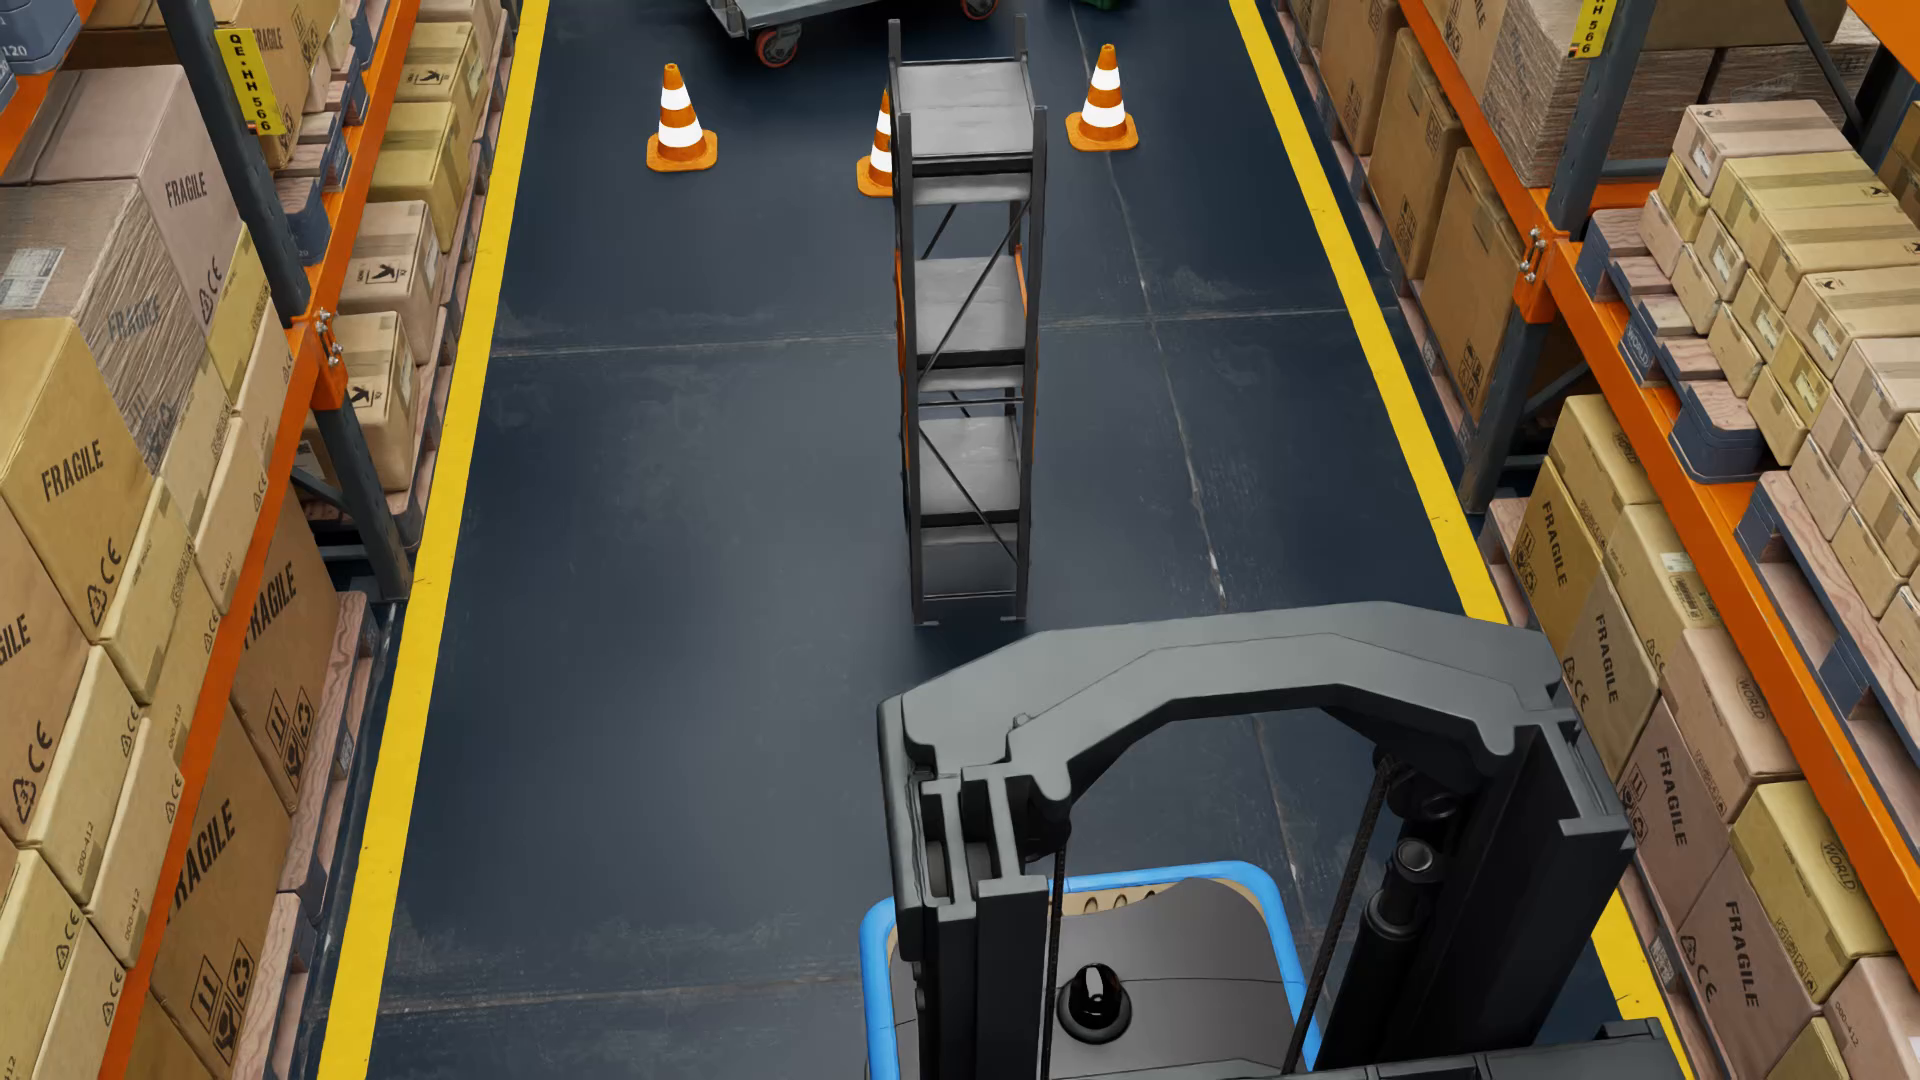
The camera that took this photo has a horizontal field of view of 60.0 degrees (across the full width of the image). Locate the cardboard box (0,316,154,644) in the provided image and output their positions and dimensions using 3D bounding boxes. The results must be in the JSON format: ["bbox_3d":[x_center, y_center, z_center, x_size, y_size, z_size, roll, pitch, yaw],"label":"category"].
[{"bbox_3d":[-2.114,-0.113,3.533,0.500,0.500,0.500,-3,47,-3],"label":"cardboard box"}]

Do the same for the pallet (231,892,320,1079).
[{"bbox_3d":[-2.414,1.591,4.597,1.003,0.211,1.213,-3,47,-3],"label":"pallet"}]

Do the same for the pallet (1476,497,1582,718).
[{"bbox_3d":[2.484,0.327,5.795,1.003,0.211,1.213,-3,47,-3],"label":"pallet"}]

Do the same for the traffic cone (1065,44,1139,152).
[{"bbox_3d":[0.693,-2.157,7.974,0.336,0.463,0.334,-3,47,-3],"label":"traffic cone"}]

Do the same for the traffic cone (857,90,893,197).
[{"bbox_3d":[-0.319,-1.884,7.715,0.336,0.463,0.334,-3,47,-3],"label":"traffic cone"}]

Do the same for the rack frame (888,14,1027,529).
[{"bbox_3d":[-0.007,-0.779,5.541,0.400,2.100,0.015,-3,47,-3],"label":"rack frame"}]

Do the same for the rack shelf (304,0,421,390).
[{"bbox_3d":[-2.671,-2.023,6.595,1.077,0.370,4.000,-3,47,-3],"label":"rack shelf"}]

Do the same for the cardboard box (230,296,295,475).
[{"bbox_3d":[-2.203,-0.421,4.687,0.500,0.250,0.500,-5,47,-5],"label":"cardboard box"}]

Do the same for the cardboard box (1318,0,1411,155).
[{"bbox_3d":[2.304,-2.320,7.642,1.050,0.750,0.750,-3,47,-3],"label":"cardboard box"}]

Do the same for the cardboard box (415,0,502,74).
[{"bbox_3d":[-2.792,-2.579,8.147,0.950,0.372,0.625,-3,47,-3],"label":"cardboard box"}]

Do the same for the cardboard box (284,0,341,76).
[{"bbox_3d":[-2.361,-1.820,5.345,0.500,0.500,0.500,-1,47,-1],"label":"cardboard box"}]

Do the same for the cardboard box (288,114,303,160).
[{"bbox_3d":[-2.336,-1.334,5.331,0.380,0.149,0.250,-6,47,-6],"label":"cardboard box"}]

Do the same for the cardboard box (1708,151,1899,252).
[{"bbox_3d":[2.291,-0.919,4.529,0.380,0.149,0.250,-5,47,-4],"label":"cardboard box"}]

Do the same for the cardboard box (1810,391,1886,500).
[{"bbox_3d":[2.353,-0.244,4.094,0.380,0.149,0.250,-3,47,-3],"label":"cardboard box"}]

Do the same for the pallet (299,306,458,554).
[{"bbox_3d":[-2.568,-0.430,6.512,1.003,0.211,1.213,-3,47,-3],"label":"pallet"}]

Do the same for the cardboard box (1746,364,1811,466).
[{"bbox_3d":[2.326,-0.335,4.385,0.380,0.149,0.250,-2,47,-1],"label":"cardboard box"}]

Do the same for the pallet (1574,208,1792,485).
[{"bbox_3d":[2.586,-0.622,4.905,1.213,0.211,1.003,-3,47,-3],"label":"pallet"}]

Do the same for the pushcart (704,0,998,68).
[{"bbox_3d":[-0.571,-2.990,8.822,1.648,0.377,0.936,-19,49,-17],"label":"pushcart"}]

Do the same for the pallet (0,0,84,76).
[{"bbox_3d":[-2.397,-1.327,3.505,1.213,0.211,1.003,-2,47,-1],"label":"pallet"}]

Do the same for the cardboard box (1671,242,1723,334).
[{"bbox_3d":[2.279,-0.725,4.755,0.380,0.149,0.250,-1,47,-1],"label":"cardboard box"}]

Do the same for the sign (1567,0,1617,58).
[{"bbox_3d":[1.868,-1.559,4.863,0.100,0.325,0.005,-3,47,-3],"label":"sign"}]

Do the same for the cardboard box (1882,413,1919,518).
[{"bbox_3d":[2.378,-0.163,3.812,0.380,0.149,0.250,-2,47,-2],"label":"cardboard box"}]

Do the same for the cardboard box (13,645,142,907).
[{"bbox_3d":[-2.056,0.507,3.463,0.500,0.250,0.500,-5,47,-4],"label":"cardboard box"}]

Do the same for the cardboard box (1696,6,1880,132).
[{"bbox_3d":[2.652,-1.573,5.605,0.500,0.500,0.500,-3,47,-3],"label":"cardboard box"}]

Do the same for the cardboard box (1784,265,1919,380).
[{"bbox_3d":[2.329,-0.550,4.179,0.380,0.149,0.250,-5,47,-5],"label":"cardboard box"}]

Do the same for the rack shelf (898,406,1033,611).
[{"bbox_3d":[0.014,-0.112,5.892,0.431,0.518,0.480,-3,47,-3],"label":"rack shelf"}]

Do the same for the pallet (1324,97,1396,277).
[{"bbox_3d":[2.331,-1.694,7.709,1.003,0.211,1.213,-3,47,-3],"label":"pallet"}]

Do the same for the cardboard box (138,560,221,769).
[{"bbox_3d":[-2.118,0.312,3.991,0.500,0.250,0.500,-4,47,-4],"label":"cardboard box"}]

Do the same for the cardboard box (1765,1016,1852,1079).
[{"bbox_3d":[2.400,1.521,4.176,0.500,0.500,0.500,-4,47,-4],"label":"cardboard box"}]

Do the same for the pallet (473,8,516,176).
[{"bbox_3d":[-2.772,-2.195,8.184,1.003,0.211,1.213,-3,47,-3],"label":"pallet"}]

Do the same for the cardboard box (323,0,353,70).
[{"bbox_3d":[-2.315,-1.735,5.711,0.380,0.149,0.250,-3,47,-3],"label":"cardboard box"}]

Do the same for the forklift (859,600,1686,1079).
[{"bbox_3d":[0.433,1.609,2.707,1.130,2.935,3.031,-5,47,-5],"label":"forklift"}]

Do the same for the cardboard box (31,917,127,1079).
[{"bbox_3d":[-2.015,1.042,3.300,0.500,0.250,0.500,-4,47,-4],"label":"cardboard box"}]

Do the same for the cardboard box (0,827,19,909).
[{"bbox_3d":[-2.029,0.627,2.832,0.500,0.500,0.500,-5,47,-4],"label":"cardboard box"}]

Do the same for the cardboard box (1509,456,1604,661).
[{"bbox_3d":[2.226,0.045,5.574,0.500,0.500,0.500,-5,47,-5],"label":"cardboard box"}]

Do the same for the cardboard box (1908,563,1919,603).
[{"bbox_3d":[2.397,0.131,3.739,0.380,0.149,0.250,-2,47,-2],"label":"cardboard box"}]

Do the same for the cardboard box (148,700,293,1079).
[{"bbox_3d":[-2.458,0.913,4.493,0.875,0.875,0.875,-3,47,-3],"label":"cardboard box"}]

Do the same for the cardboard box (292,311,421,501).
[{"bbox_3d":[-2.541,-0.473,6.153,0.950,0.372,0.625,-6,47,-6],"label":"cardboard box"}]

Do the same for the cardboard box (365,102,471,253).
[{"bbox_3d":[-2.669,-1.556,7.178,0.950,0.372,0.625,-2,47,-2],"label":"cardboard box"}]

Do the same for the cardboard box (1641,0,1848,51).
[{"bbox_3d":[2.393,-1.901,5.227,0.700,0.500,0.500,-4,47,-4],"label":"cardboard box"}]

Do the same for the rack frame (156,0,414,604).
[{"bbox_3d":[-2.504,-0.823,4.964,1.000,3.000,0.127,-3,47,-3],"label":"rack frame"}]

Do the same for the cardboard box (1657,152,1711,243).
[{"bbox_3d":[2.261,-0.996,4.806,0.380,0.149,0.250,-2,47,-2],"label":"cardboard box"}]

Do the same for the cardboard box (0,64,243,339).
[{"bbox_3d":[-2.200,-0.843,4.225,0.500,0.500,0.500,-5,47,-4],"label":"cardboard box"}]

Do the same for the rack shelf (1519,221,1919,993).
[{"bbox_3d":[2.588,0.497,4.209,1.077,0.370,4.000,-3,47,-3],"label":"rack shelf"}]

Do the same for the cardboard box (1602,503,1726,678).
[{"bbox_3d":[2.279,0.141,4.967,0.500,0.250,0.500,-4,47,-4],"label":"cardboard box"}]

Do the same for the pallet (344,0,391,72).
[{"bbox_3d":[-2.710,-2.187,6.387,1.003,0.211,1.213,-3,47,-3],"label":"pallet"}]

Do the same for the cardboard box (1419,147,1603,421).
[{"bbox_3d":[2.459,-1.014,6.405,1.050,0.750,0.750,-4,47,-4],"label":"cardboard box"}]

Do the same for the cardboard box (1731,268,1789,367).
[{"bbox_3d":[2.311,-0.607,4.437,0.380,0.149,0.250,-5,47,-5],"label":"cardboard box"}]

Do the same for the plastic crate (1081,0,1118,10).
[{"bbox_3d":[0.766,-3.190,9.102,0.450,0.188,0.662,25,51,9],"label":"plastic crate"}]

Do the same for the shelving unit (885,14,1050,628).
[{"bbox_3d":[0.014,-0.602,5.374,0.431,2.100,0.503,-3,47,-3],"label":"shelving unit"}]

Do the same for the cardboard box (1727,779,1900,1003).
[{"bbox_3d":[2.353,0.876,4.270,0.500,0.250,0.500,-5,47,-5],"label":"cardboard box"}]

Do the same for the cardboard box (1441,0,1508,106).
[{"bbox_3d":[2.075,-1.902,5.917,0.500,0.500,0.500,-3,47,-3],"label":"cardboard box"}]

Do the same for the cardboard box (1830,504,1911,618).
[{"bbox_3d":[2.370,0.040,4.030,0.380,0.149,0.250,-3,47,-3],"label":"cardboard box"}]

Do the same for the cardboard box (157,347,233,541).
[{"bbox_3d":[-2.163,-0.238,4.168,0.500,0.250,0.500,-5,47,-4],"label":"cardboard box"}]

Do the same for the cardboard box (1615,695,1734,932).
[{"bbox_3d":[2.319,0.780,4.878,0.500,0.500,0.500,-5,47,-4],"label":"cardboard box"}]
